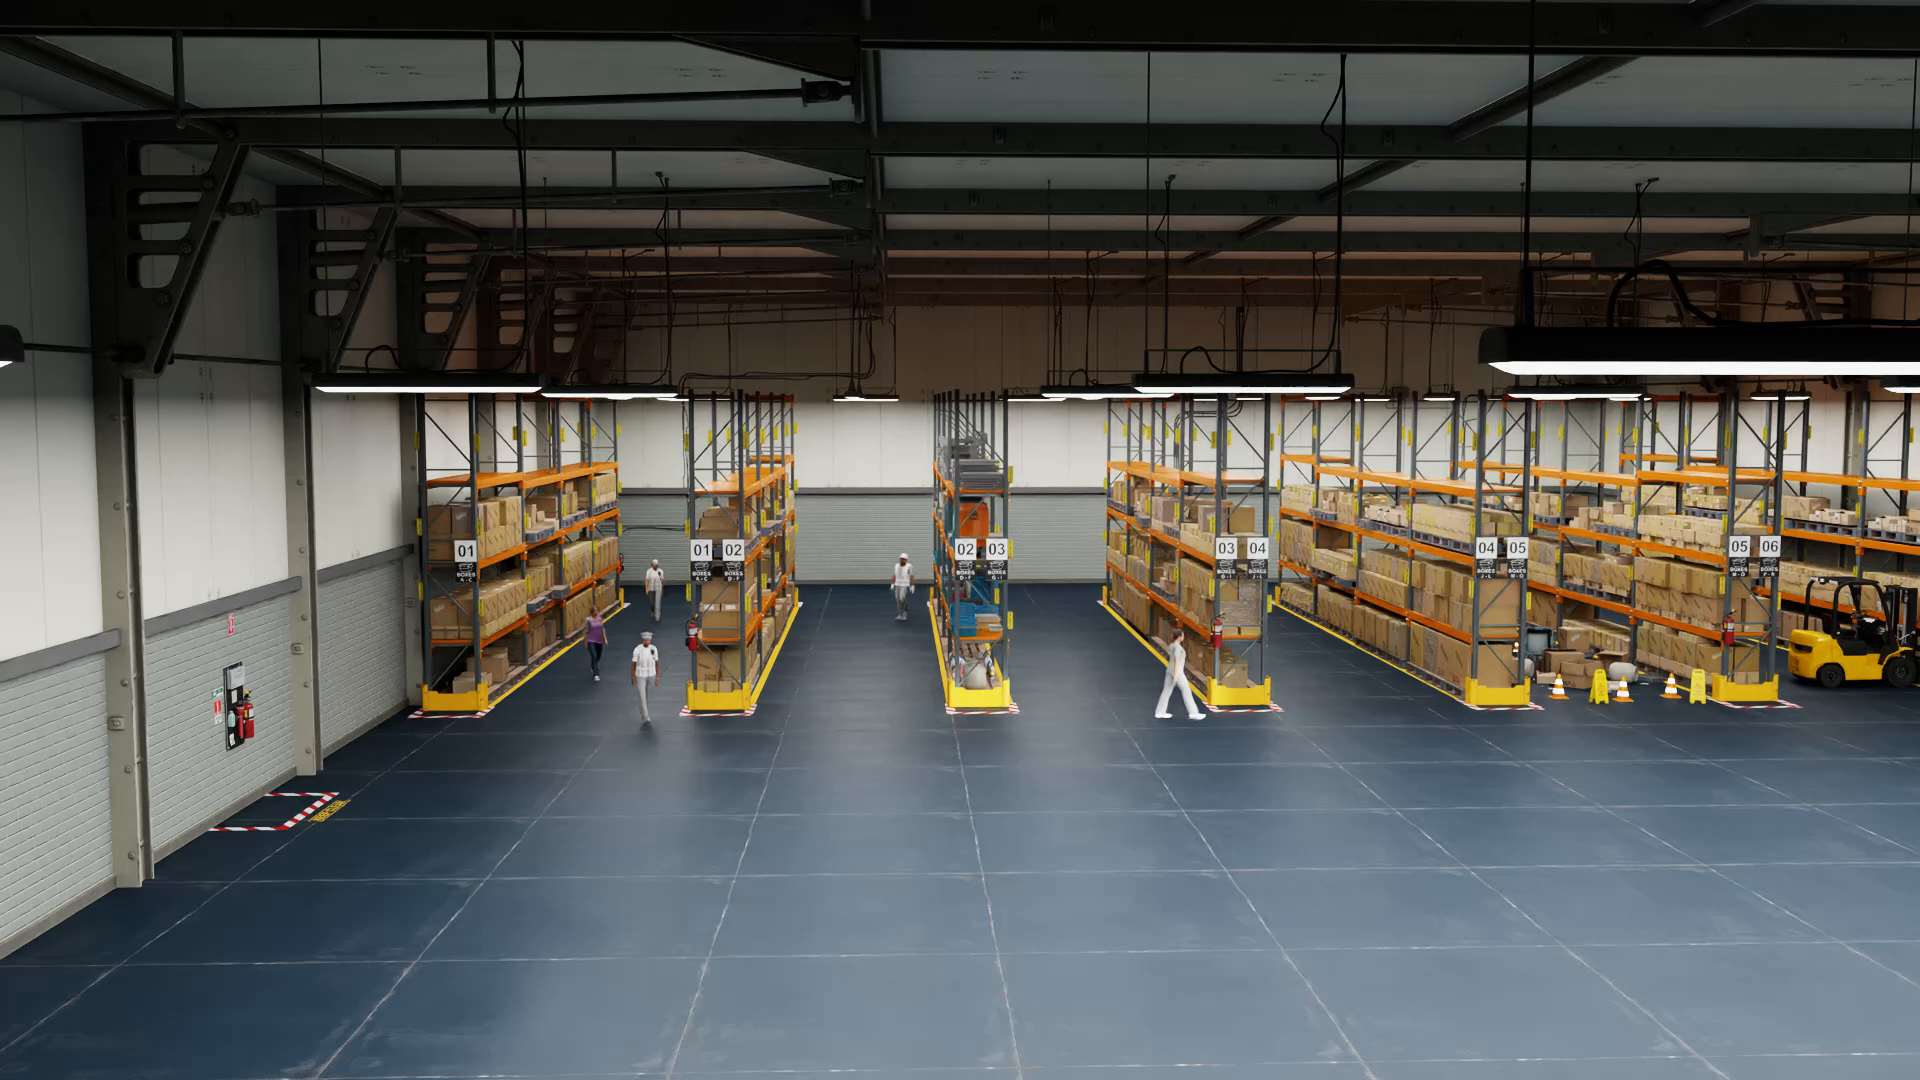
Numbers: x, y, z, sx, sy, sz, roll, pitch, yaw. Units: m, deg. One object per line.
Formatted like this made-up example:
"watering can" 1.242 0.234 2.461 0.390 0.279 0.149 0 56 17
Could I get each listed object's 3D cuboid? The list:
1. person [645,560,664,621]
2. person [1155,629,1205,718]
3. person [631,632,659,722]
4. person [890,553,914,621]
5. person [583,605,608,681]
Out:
"person" -8.078 1.311 44.045 0.480 1.602 1.043 0 5 -3
"person" 3.981 2.420 30.258 0.882 1.624 0.495 -2 5 -19
"person" -5.643 2.452 29.927 0.477 1.609 1.037 -3 6 -33
"person" -1.545 1.248 43.937 0.626 1.796 0.478 3 6 33
"person" -7.600 2.110 34.594 0.476 1.539 0.980 -2 5 -27
